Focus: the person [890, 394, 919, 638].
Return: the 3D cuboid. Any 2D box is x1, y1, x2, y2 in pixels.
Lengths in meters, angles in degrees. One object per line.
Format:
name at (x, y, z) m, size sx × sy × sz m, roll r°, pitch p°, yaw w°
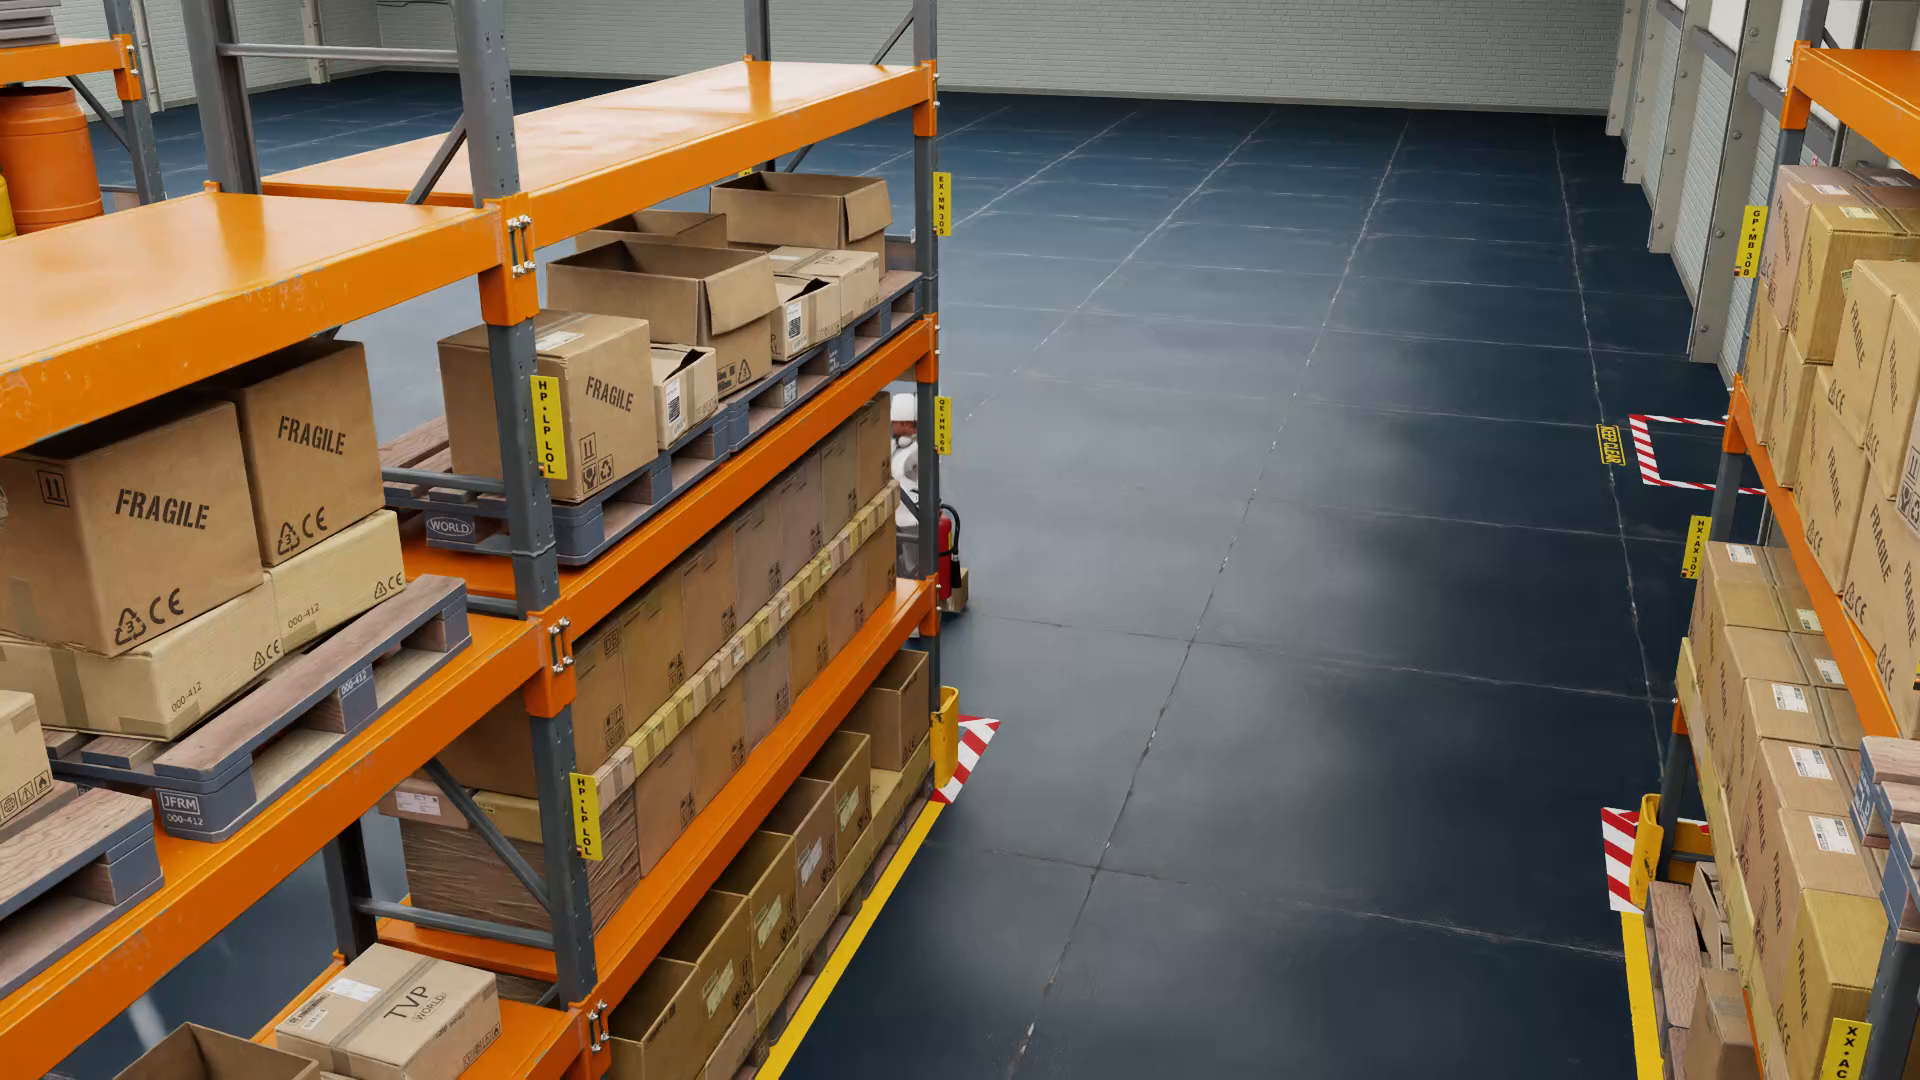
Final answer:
person at (-0.337, -0.192, 11.490) m, size 0.496 × 1.760 × 0.663 m, roll -11°, pitch 24°, yaw -25°
